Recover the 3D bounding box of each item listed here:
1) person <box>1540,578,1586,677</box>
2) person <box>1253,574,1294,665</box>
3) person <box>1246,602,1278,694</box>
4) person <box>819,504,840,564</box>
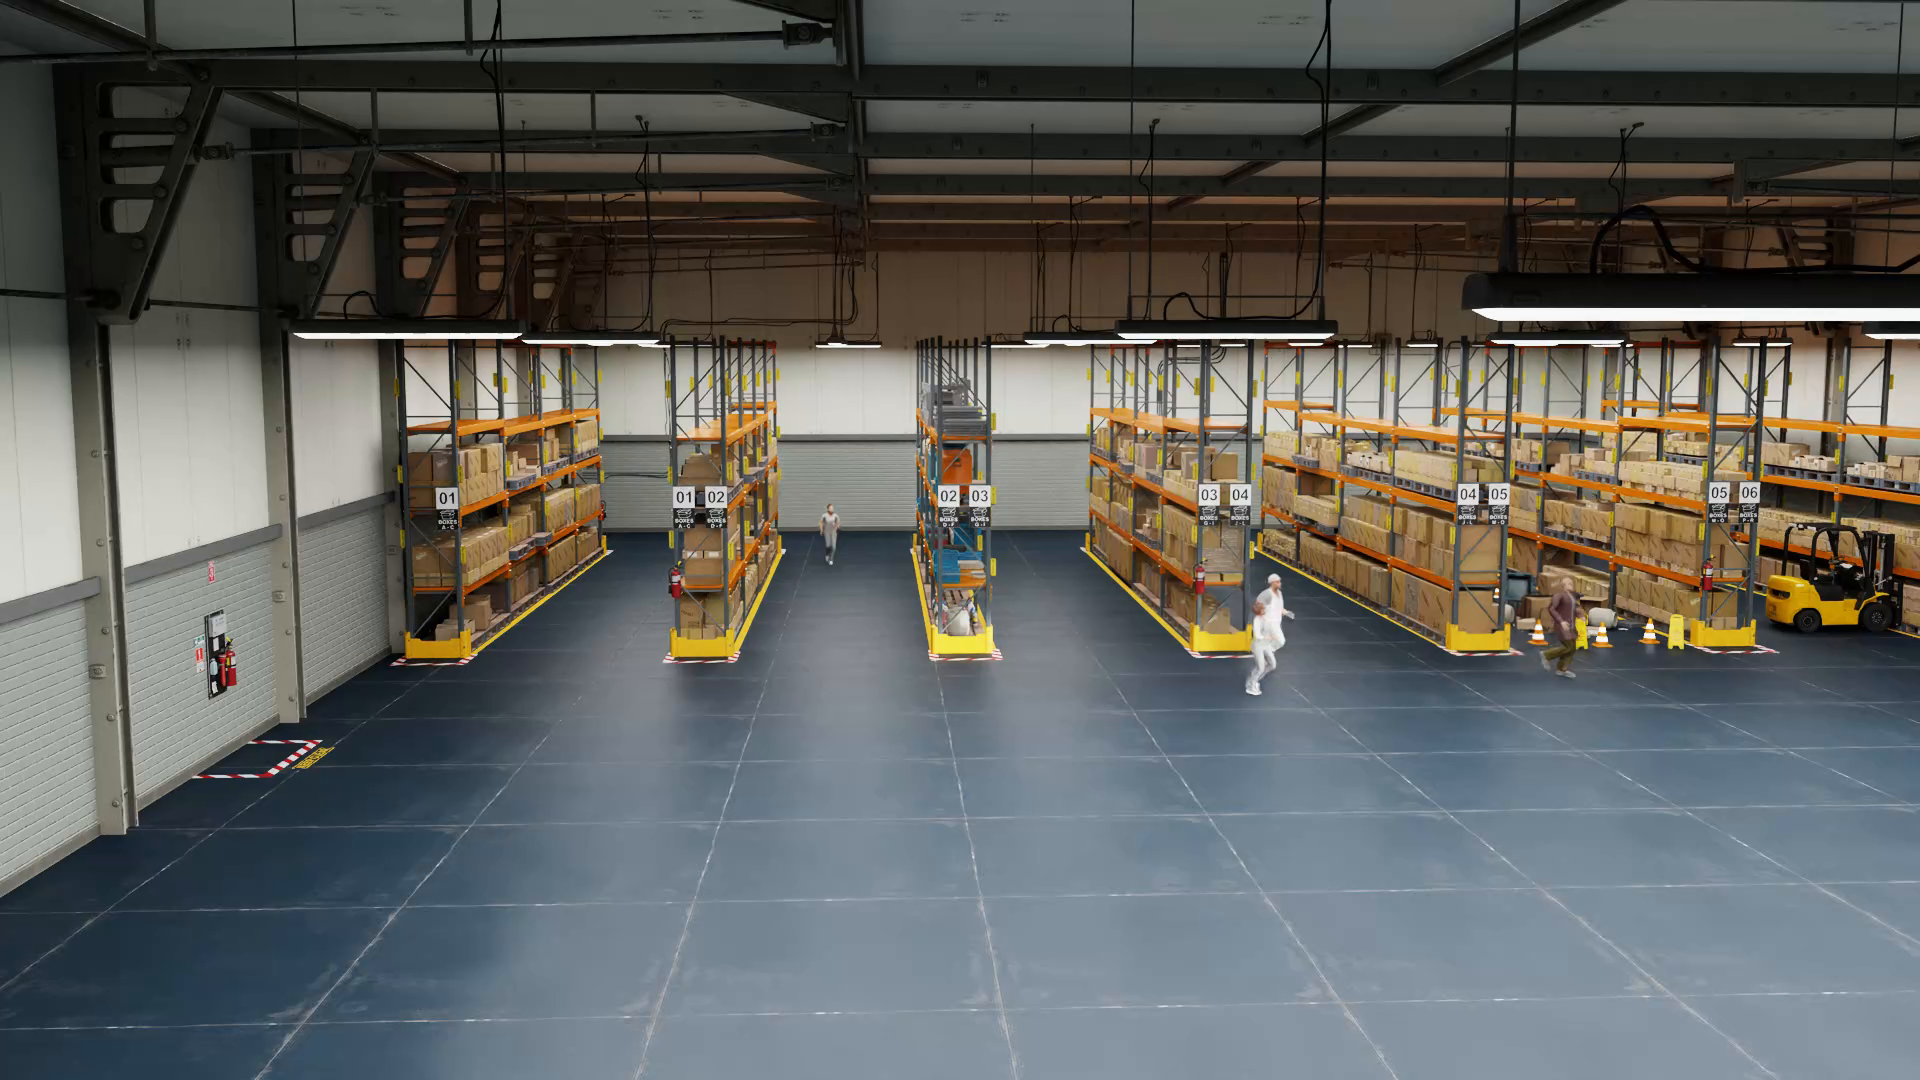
[{"bbox_3d":[10.673,1.533,29.382,0.704,1.750,0.685,-6,9,-43],"label":"person"},{"bbox_3d":[5.622,1.475,29.748,0.677,1.738,0.660,5,8,38],"label":"person"},{"bbox_3d":[5.028,1.807,27.645,0.567,1.560,0.535,4,8,31],"label":"person"},{"bbox_3d":[-3.480,-0.153,44.614,0.545,1.627,0.650,-1,7,-12],"label":"person"}]
